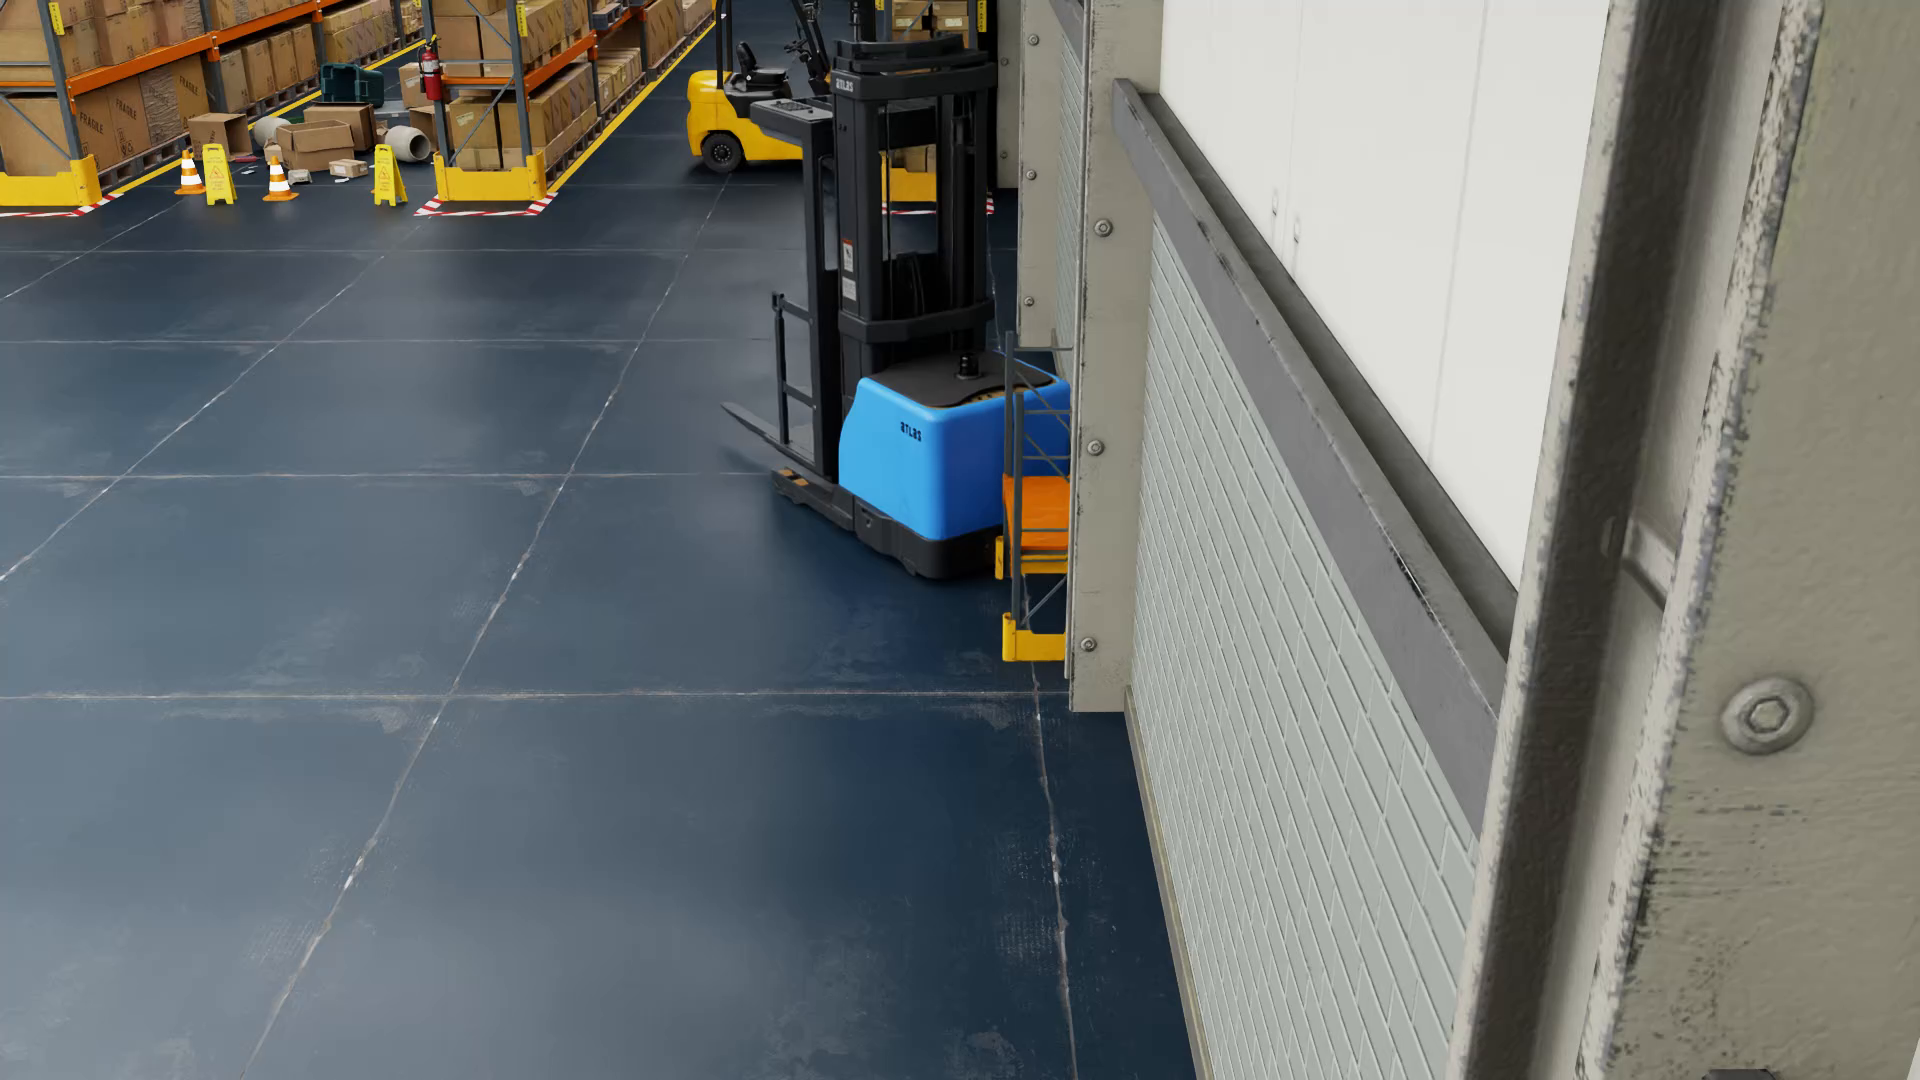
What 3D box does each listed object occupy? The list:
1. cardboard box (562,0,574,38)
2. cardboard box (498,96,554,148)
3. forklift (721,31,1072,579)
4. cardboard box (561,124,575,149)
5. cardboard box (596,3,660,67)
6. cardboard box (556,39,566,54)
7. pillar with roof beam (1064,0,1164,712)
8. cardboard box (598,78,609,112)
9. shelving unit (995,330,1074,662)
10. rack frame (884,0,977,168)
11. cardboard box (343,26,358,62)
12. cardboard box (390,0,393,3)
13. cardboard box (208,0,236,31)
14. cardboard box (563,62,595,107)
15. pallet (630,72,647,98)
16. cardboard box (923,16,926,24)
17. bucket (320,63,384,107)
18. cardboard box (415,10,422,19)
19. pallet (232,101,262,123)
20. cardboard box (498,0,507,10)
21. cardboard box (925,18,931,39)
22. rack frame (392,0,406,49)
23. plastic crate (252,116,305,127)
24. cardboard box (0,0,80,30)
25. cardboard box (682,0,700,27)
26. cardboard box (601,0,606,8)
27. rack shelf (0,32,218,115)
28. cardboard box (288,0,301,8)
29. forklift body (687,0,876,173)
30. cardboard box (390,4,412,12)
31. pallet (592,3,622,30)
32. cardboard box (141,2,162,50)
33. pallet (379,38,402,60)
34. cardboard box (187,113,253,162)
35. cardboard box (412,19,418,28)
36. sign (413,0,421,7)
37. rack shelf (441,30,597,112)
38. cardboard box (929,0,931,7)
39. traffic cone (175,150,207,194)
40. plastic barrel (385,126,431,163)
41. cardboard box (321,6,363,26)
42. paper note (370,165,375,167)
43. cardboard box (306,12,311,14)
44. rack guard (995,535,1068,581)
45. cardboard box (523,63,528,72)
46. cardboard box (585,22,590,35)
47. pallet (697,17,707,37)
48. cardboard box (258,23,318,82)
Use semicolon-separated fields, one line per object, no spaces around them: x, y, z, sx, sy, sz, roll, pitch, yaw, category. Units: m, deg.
-5.052;-6.439;20.365;0.500;0.500;0.500;0;24;1;cardboard box
-5.017;-4.841;19.231;0.500;0.500;0.500;-1;24;-2;cardboard box
-0.578;-1.665;10.375;1.130;2.935;3.031;-16;29;-31;forklift
-5.033;-4.925;20.326;0.500;0.250;0.500;1;24;3;cardboard box
-5.296;-8.022;26.417;0.875;0.875;0.875;0;24;-1;cardboard box
-4.993;-5.990;20.160;0.380;0.149;0.250;0;24;0;cardboard box
-3.601;-3.302;6.630;9.100;9.000;0.400;0;24;-1;pillar with roof beam
-5.336;-6.076;22.724;0.950;0.372;0.625;0;24;0;cardboard box
0.512;-0.261;9.007;0.587;1.500;1.083;0;24;-1;shelving unit
-0.321;-5.241;18.199;1.000;3.000;0.127;0;24;-1;rack frame
-10.082;-8.002;26.827;0.500;0.500;0.500;0;24;0;cardboard box
-10.716;-9.944;30.826;0.380;0.149;0.250;-1;24;-2;cardboard box
-10.013;-7.065;22.111;0.500;0.500;0.500;0;24;0;cardboard box
-5.053;-5.903;21.580;0.500;0.500;0.500;-1;24;-1;cardboard box
-5.364;-6.922;25.298;1.003;0.211;1.213;0;24;-1;pallet
-0.579;-5.937;18.828;0.380;0.149;0.250;0;24;0;cardboard box
-7.970;-5.957;21.910;0.726;0.611;0.620;8;16;18;bucket
-10.158;-9.706;30.659;0.380;0.149;0.250;1;24;2;cardboard box
-10.360;-5.849;22.926;1.003;0.211;1.213;0;24;-1;pallet
-5.506;-6.272;18.783;0.700;0.500;0.500;0;24;0;cardboard box
-0.585;-5.702;19.097;0.500;0.500;0.500;0;24;1;cardboard box
-10.364;-10.098;28.938;1.000;3.000;0.127;0;24;-1;rack frame
-8.965;-5.481;22.072;0.450;0.188;0.662;3;22;31;plastic crate
-10.198;-5.867;18.090;0.875;0.550;0.550;0;24;-1;cardboard box
-5.325;-9.814;30.910;0.875;0.438;0.875;-1;24;-2;cardboard box
-5.012;-7.275;22.490;0.380;0.149;0.250;0;24;1;cardboard box
-10.255;-5.650;19.976;1.077;0.370;4.000;0;24;-1;rack shelf
-10.043;-8.106;24.411;0.500;0.500;0.500;0;24;-1;cardboard box
-2.166;-5.628;20.084;2.313;2.155;1.214;0;24;-1;forklift body
-10.156;-9.623;30.114;0.380;0.149;0.250;-1;24;-1;cardboard box
-5.191;-7.094;22.528;1.003;0.211;1.213;0;24;-1;pallet
-10.344;-6.269;20.289;0.875;0.550;0.550;0;24;-1;cardboard box
-10.354;-8.507;28.804;1.003;0.211;1.213;0;24;-1;pallet
-9.233;-5.029;20.760;0.500;0.500;0.500;4;25;9;cardboard box
-10.157;-9.459;30.473;0.380;0.149;0.250;-1;24;-2;cardboard box
-5.839;-5.895;17.855;0.100;0.325;0.005;0;24;-1;sign
-5.306;-5.714;20.117;1.077;0.370;4.000;0;24;-1;rack shelf
-0.528;-6.177;18.998;0.380;0.149;0.250;0;24;0;cardboard box
-8.819;-4.223;19.026;0.336;0.463;0.334;0;24;-1;traffic cone
-6.821;-4.888;20.544;0.512;0.421;0.421;19;30;35;plastic barrel
-10.084;-8.542;27.112;0.500;0.250;0.500;0;24;0;cardboard box
-7.144;-4.591;20.377;0.148;0.019;0.142;8;26;18;paper note
-10.606;-8.333;26.648;0.500;0.250;0.500;0;24;0;cardboard box
0.502;0.103;9.718;0.587;0.250;0.087;0;24;-1;rack guard
-5.098;-5.348;18.740;0.380;0.149;0.250;0;24;0;cardboard box
-5.020;-6.620;21.553;0.380;0.149;0.250;-1;24;-1;cardboard box
-5.361;-9.709;31.462;1.003;0.211;1.213;0;24;-1;pallet
-10.403;-7.365;25.115;1.050;0.750;0.750;-1;24;-1;cardboard box
